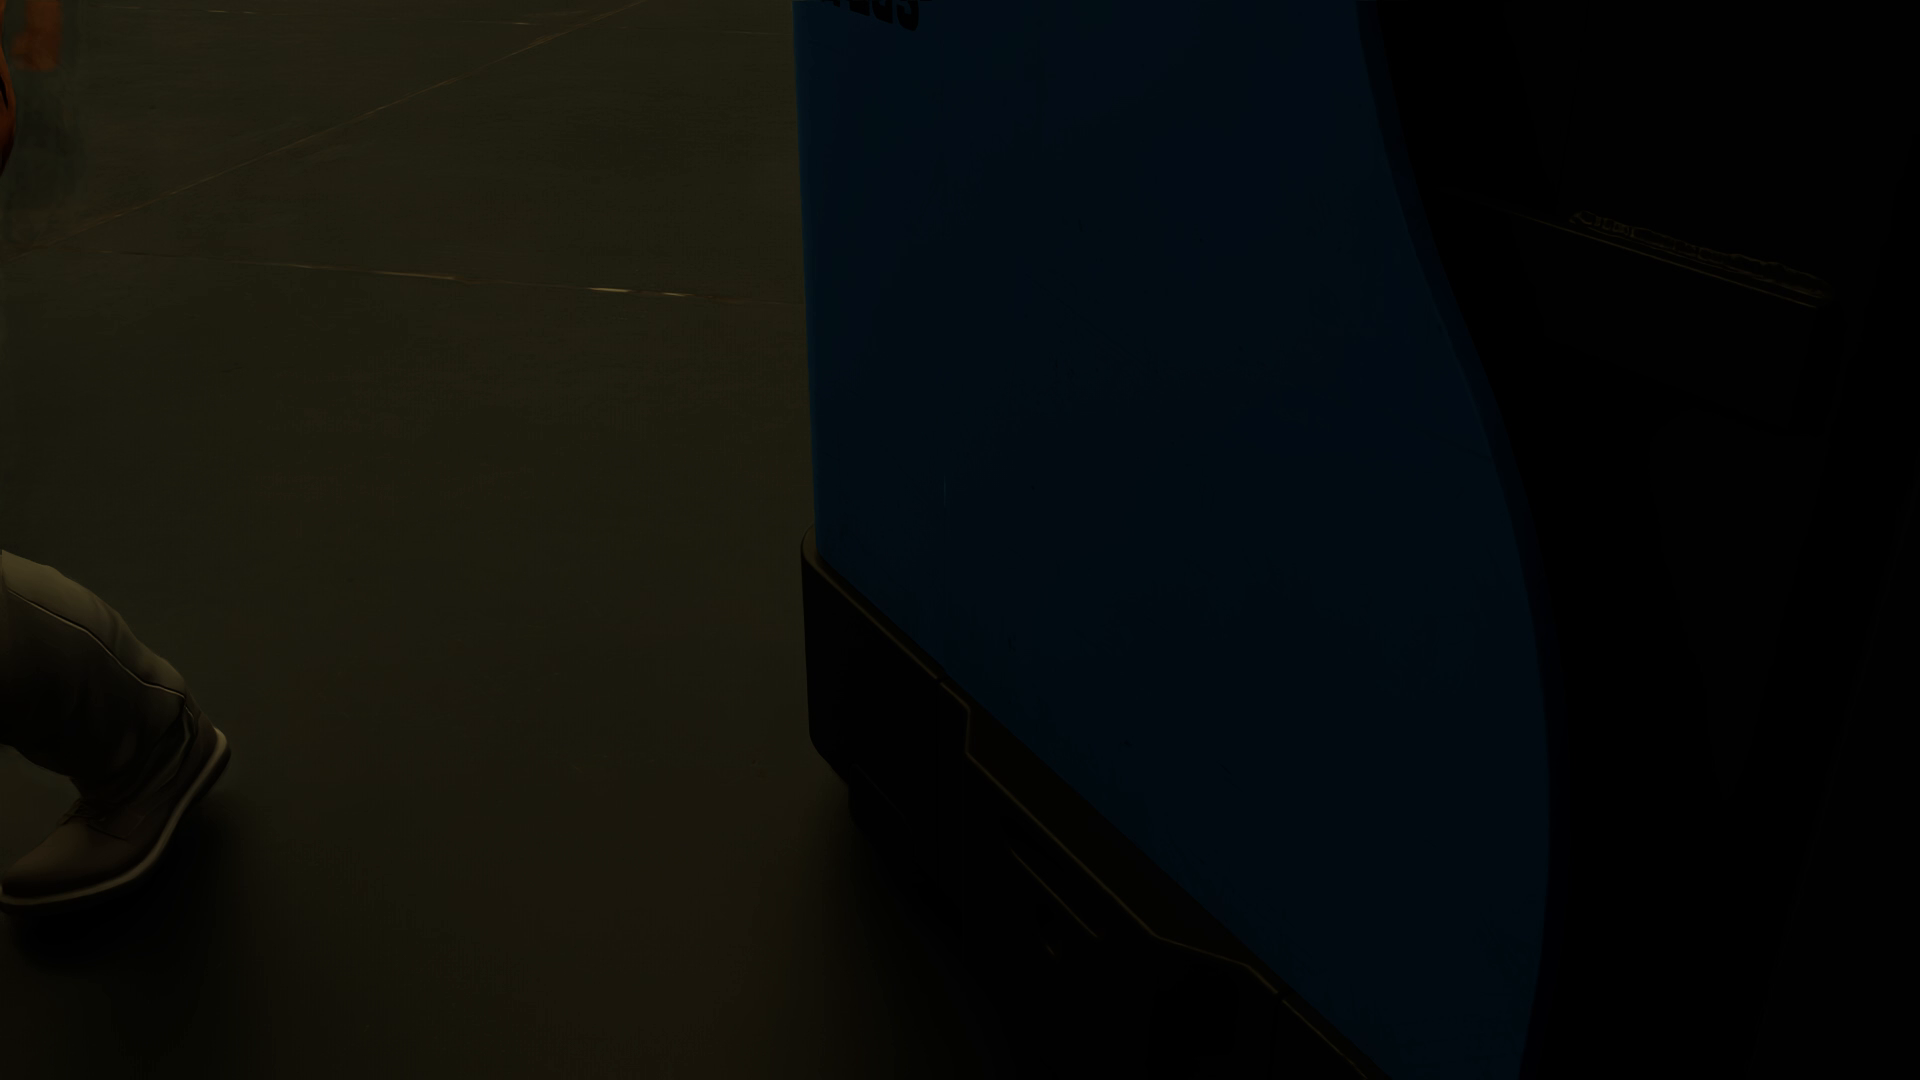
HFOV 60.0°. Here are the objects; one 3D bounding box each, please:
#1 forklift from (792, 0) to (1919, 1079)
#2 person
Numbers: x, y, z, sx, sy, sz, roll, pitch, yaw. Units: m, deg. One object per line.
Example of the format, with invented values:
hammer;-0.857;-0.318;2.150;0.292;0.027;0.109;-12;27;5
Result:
forklift;1.003;-0.575;0.387;1.130;2.935;3.031;-15;30;-27
person;-1.206;-0.218;1.374;0.946;1.580;0.533;-6;27;-12
